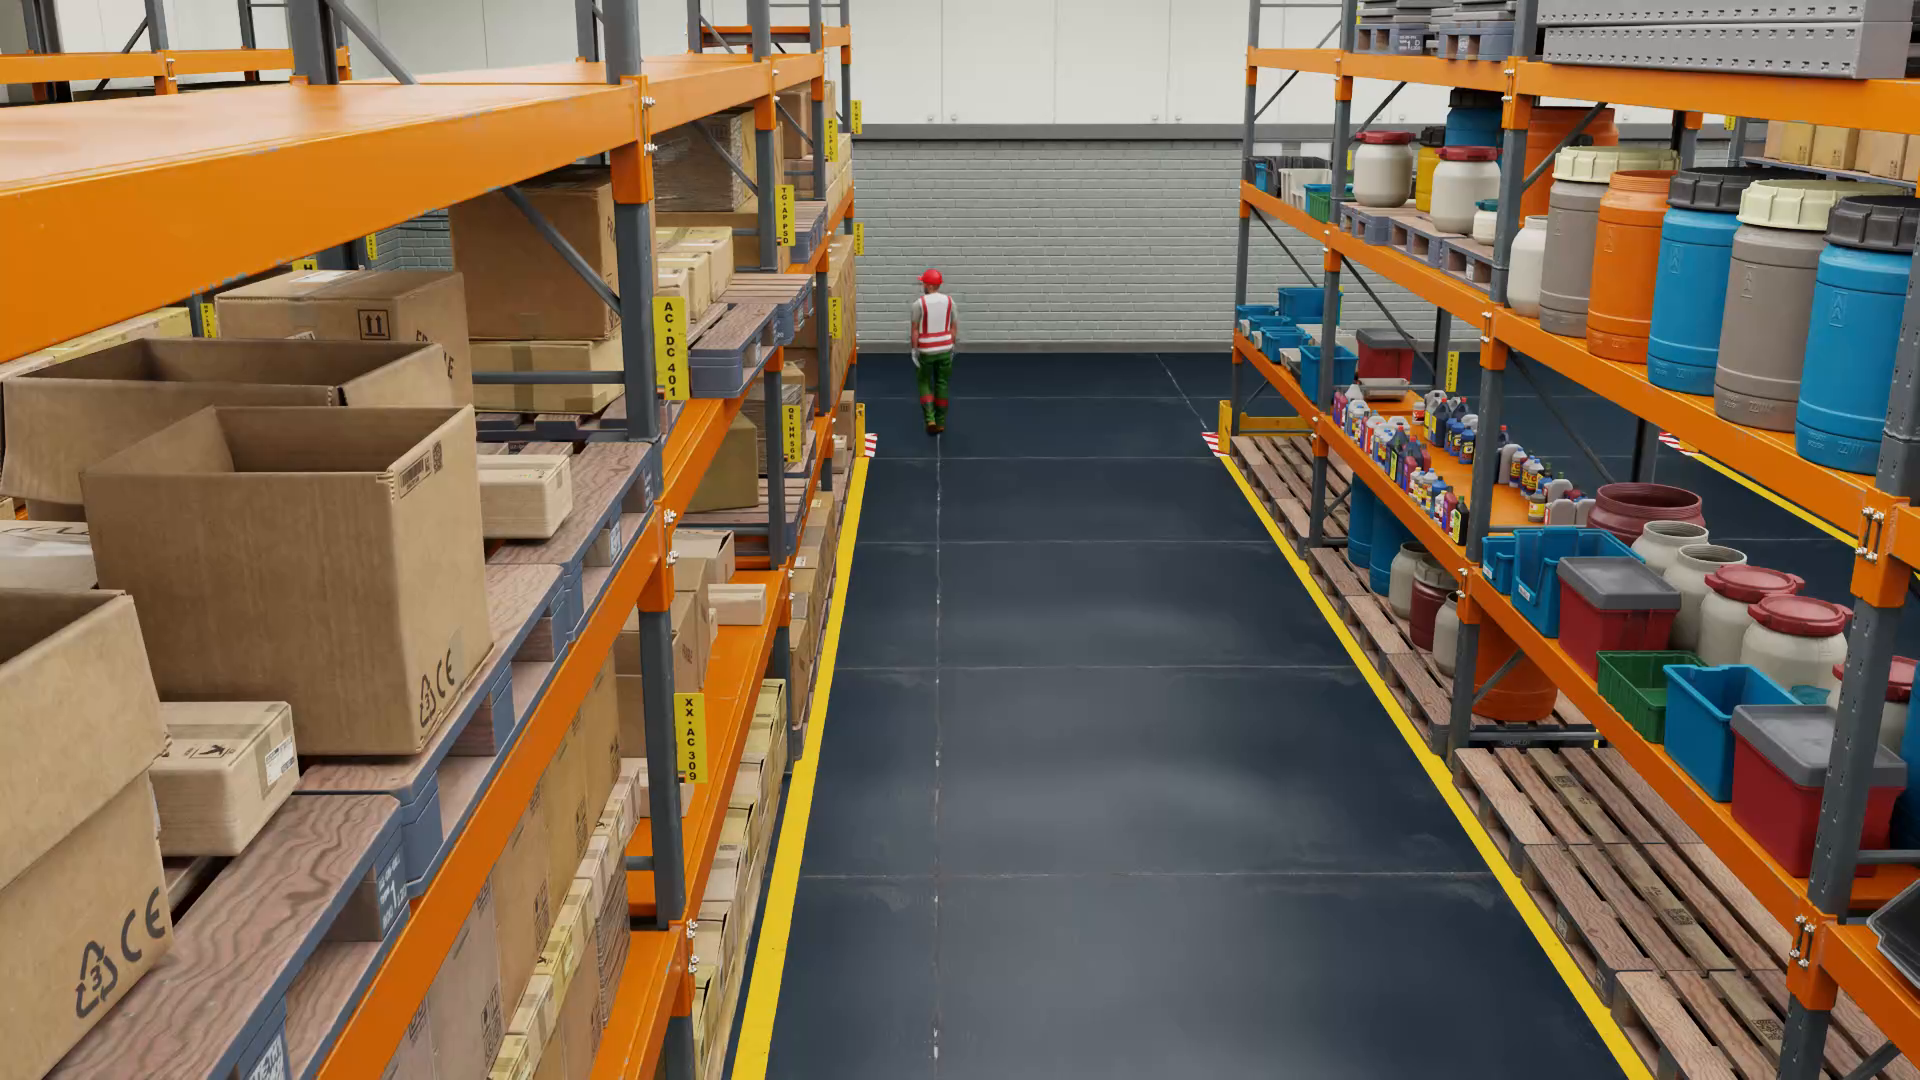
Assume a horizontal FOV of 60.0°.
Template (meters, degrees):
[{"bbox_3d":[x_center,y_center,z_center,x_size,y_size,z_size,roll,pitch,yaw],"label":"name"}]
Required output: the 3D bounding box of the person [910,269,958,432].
[{"bbox_3d":[-0.302,-2.050,18.249,0.550,1.853,0.417,-5,18,-15],"label":"person"}]
